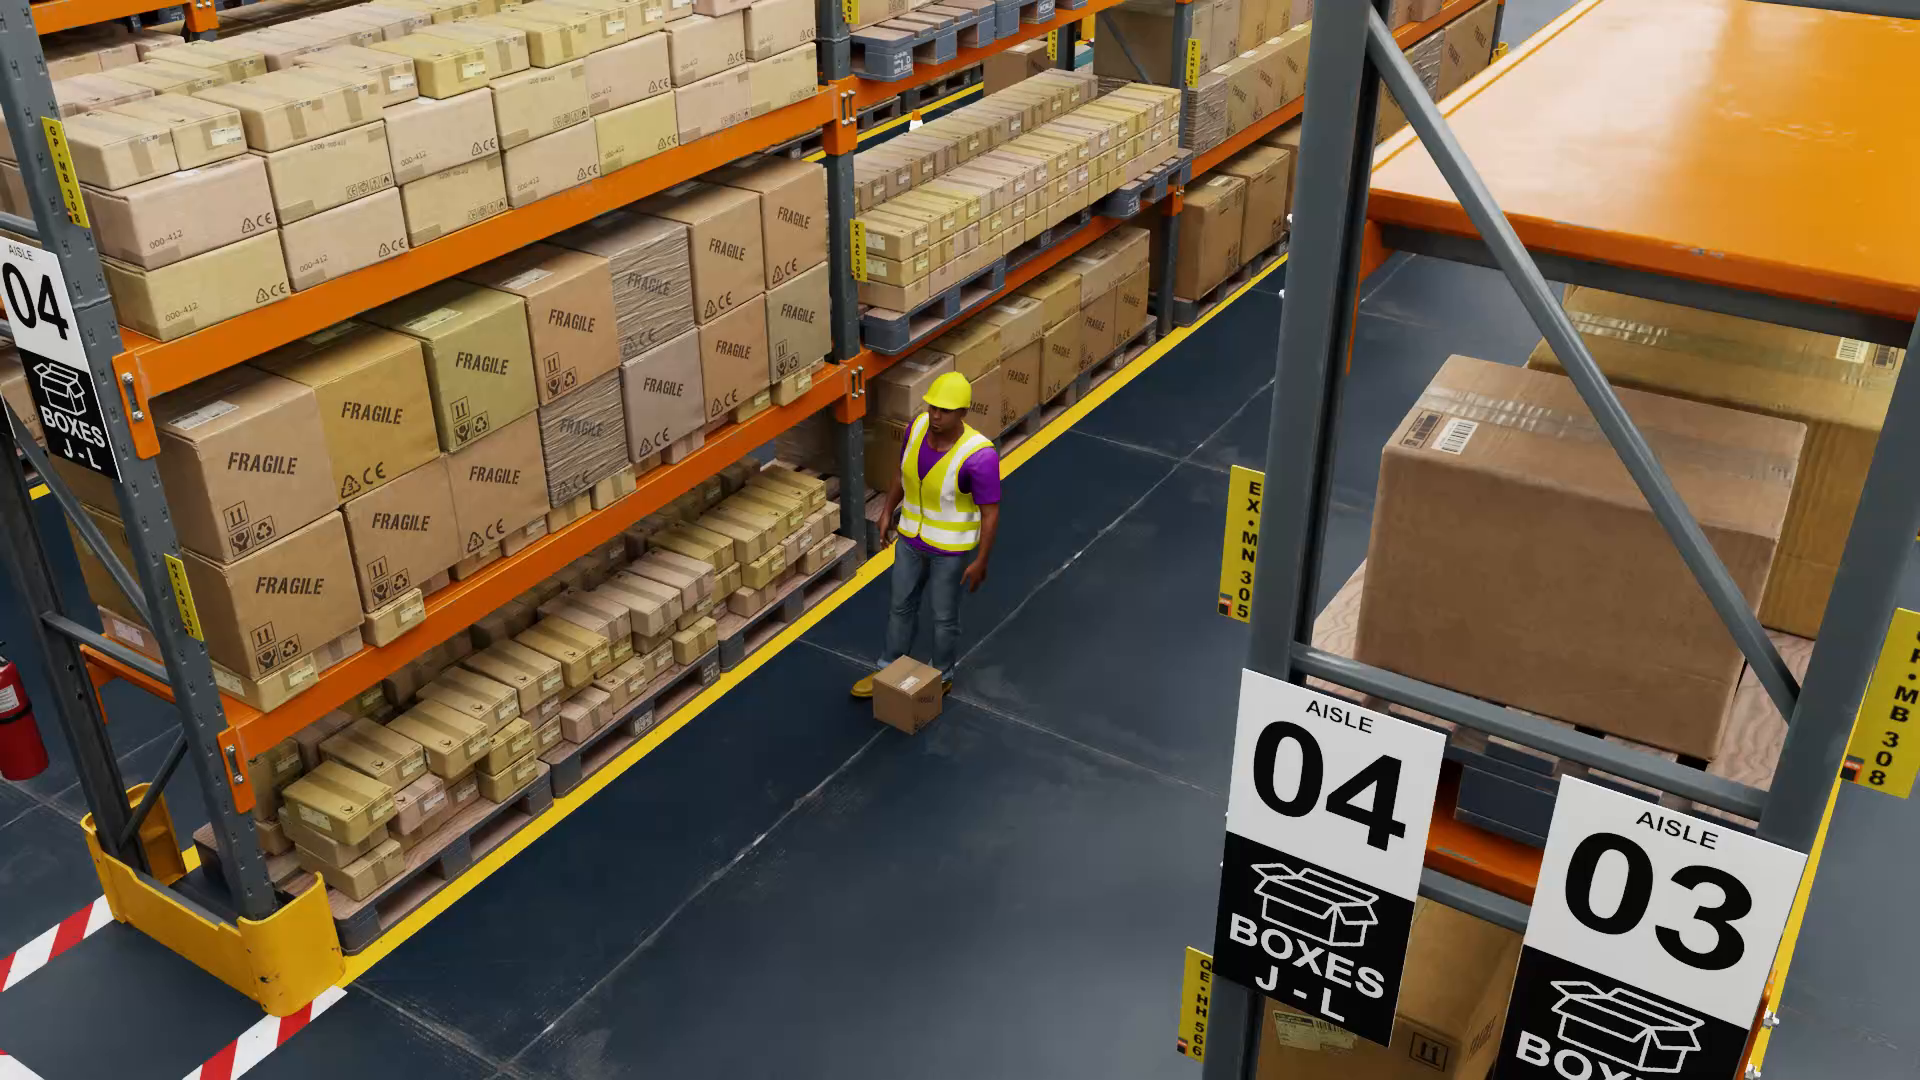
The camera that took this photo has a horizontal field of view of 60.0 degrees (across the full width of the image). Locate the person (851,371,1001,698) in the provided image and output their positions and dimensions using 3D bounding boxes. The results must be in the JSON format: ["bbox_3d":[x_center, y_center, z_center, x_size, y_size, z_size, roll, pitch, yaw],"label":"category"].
[{"bbox_3d":[-0.161,0.027,8.101,0.665,1.768,0.575,22,37,33],"label":"person"}]
